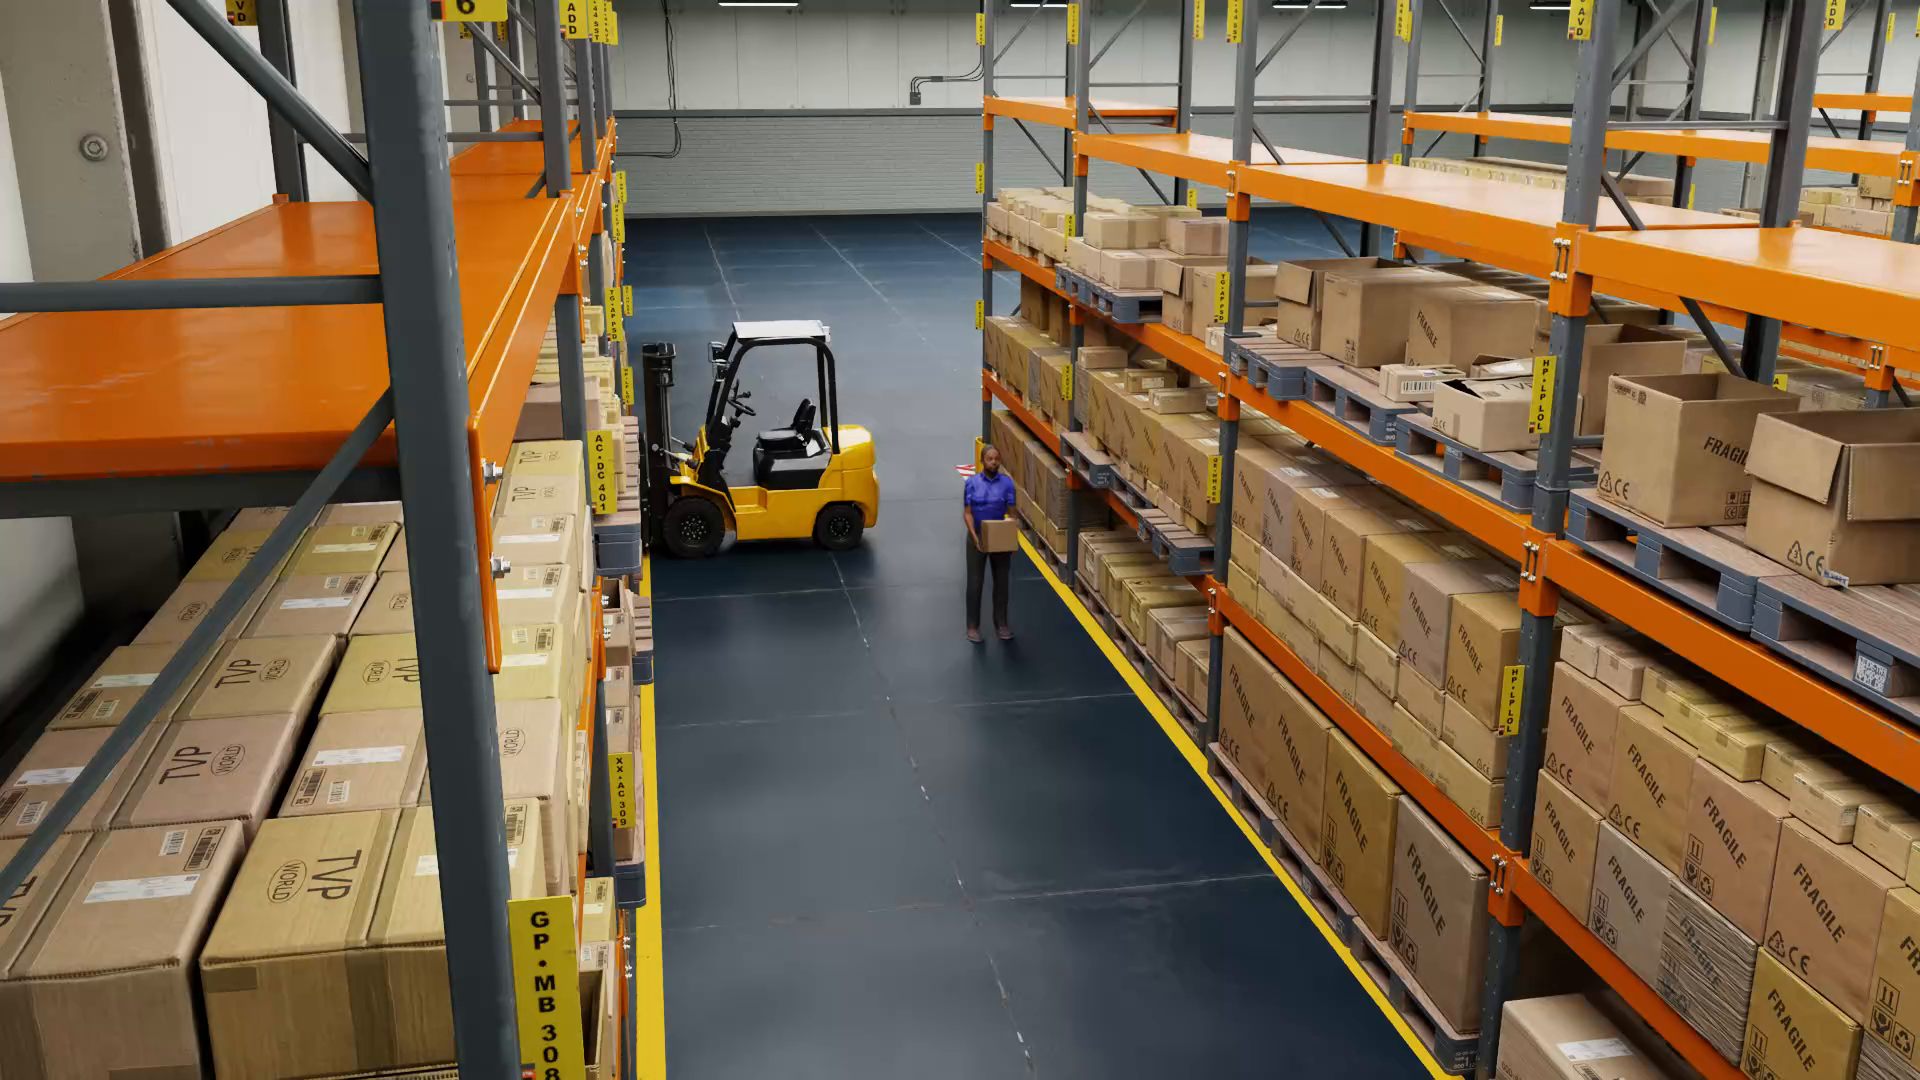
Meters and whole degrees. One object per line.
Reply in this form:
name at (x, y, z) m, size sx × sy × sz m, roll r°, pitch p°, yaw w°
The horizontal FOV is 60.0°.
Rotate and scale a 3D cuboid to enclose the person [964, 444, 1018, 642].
person at (0.259, 0.042, 13.904) m, size 0.456 × 1.655 × 0.507 m, roll -2°, pitch 17°, yaw -5°
